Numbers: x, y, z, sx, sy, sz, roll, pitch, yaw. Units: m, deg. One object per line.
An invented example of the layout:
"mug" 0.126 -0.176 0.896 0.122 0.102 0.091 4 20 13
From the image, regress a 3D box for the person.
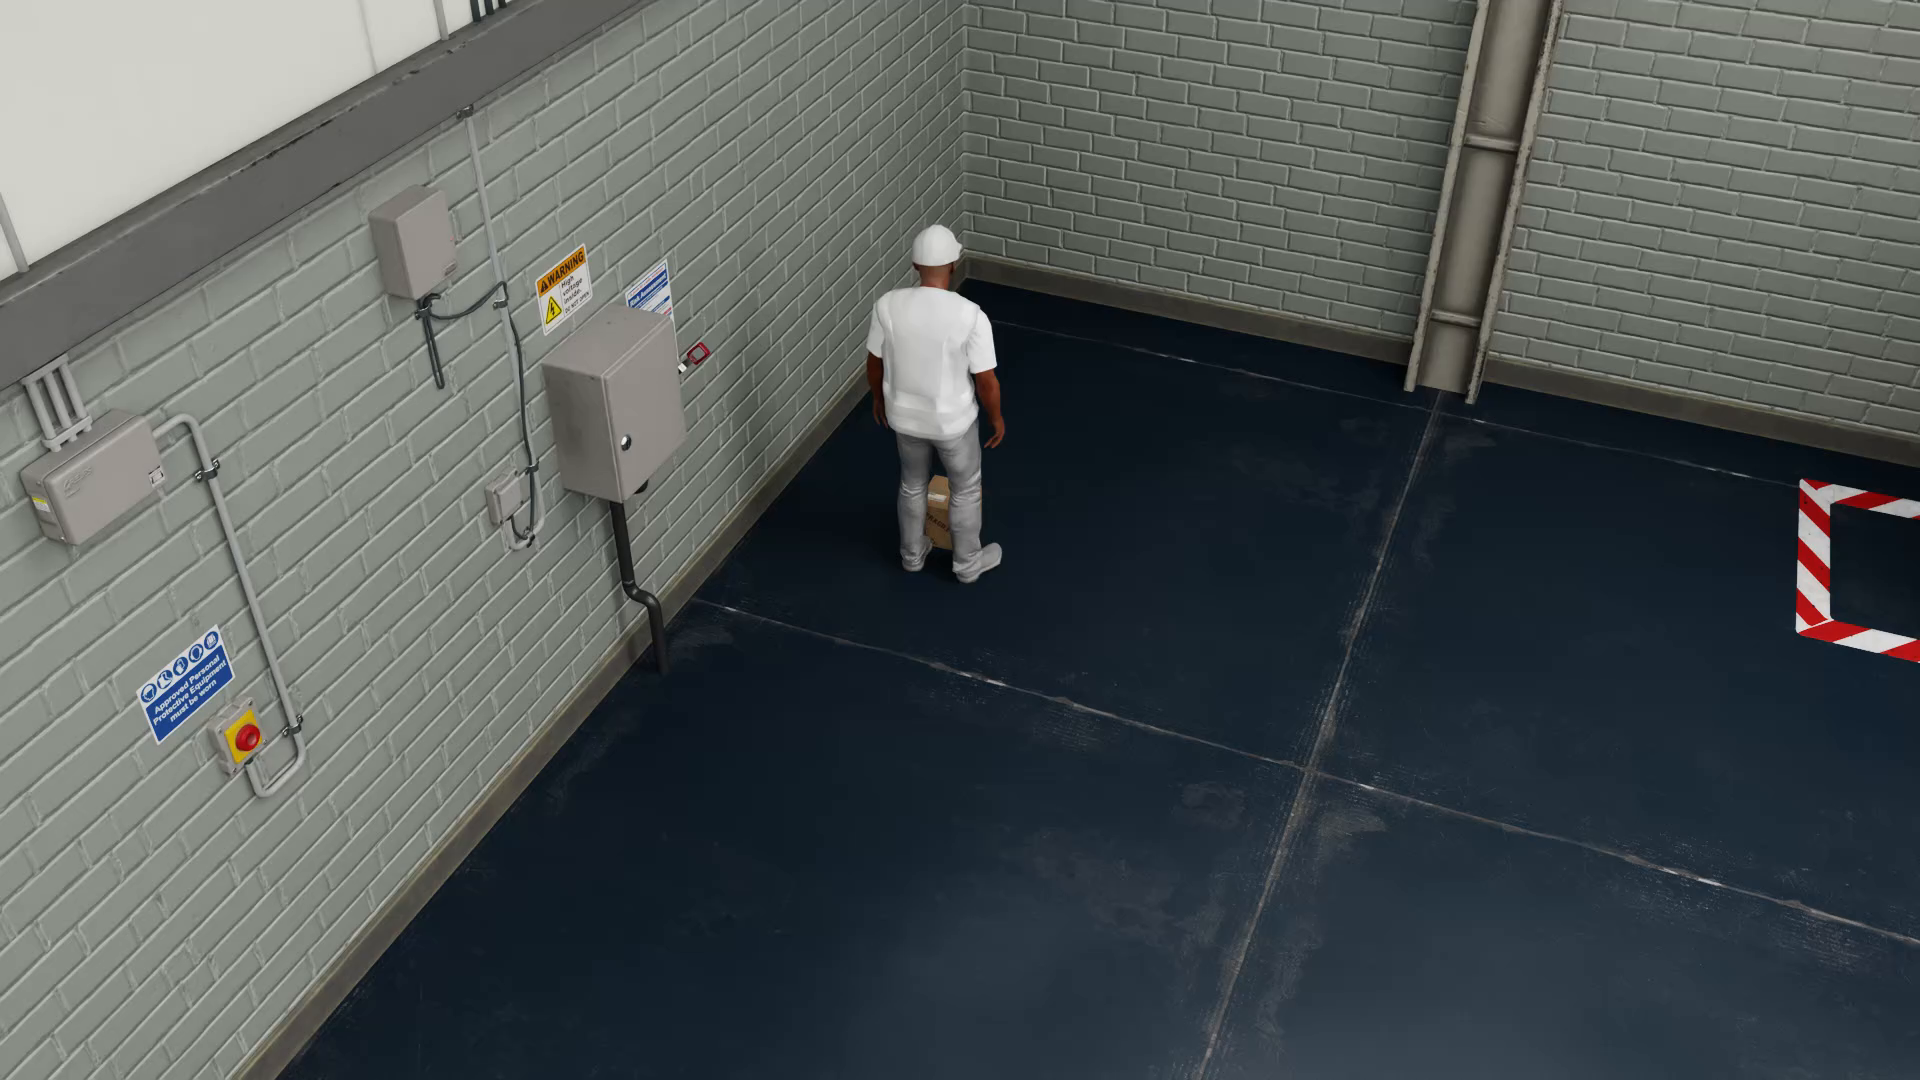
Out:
"person" -0.108 -0.596 7.588 0.638 1.761 0.458 13 39 16
